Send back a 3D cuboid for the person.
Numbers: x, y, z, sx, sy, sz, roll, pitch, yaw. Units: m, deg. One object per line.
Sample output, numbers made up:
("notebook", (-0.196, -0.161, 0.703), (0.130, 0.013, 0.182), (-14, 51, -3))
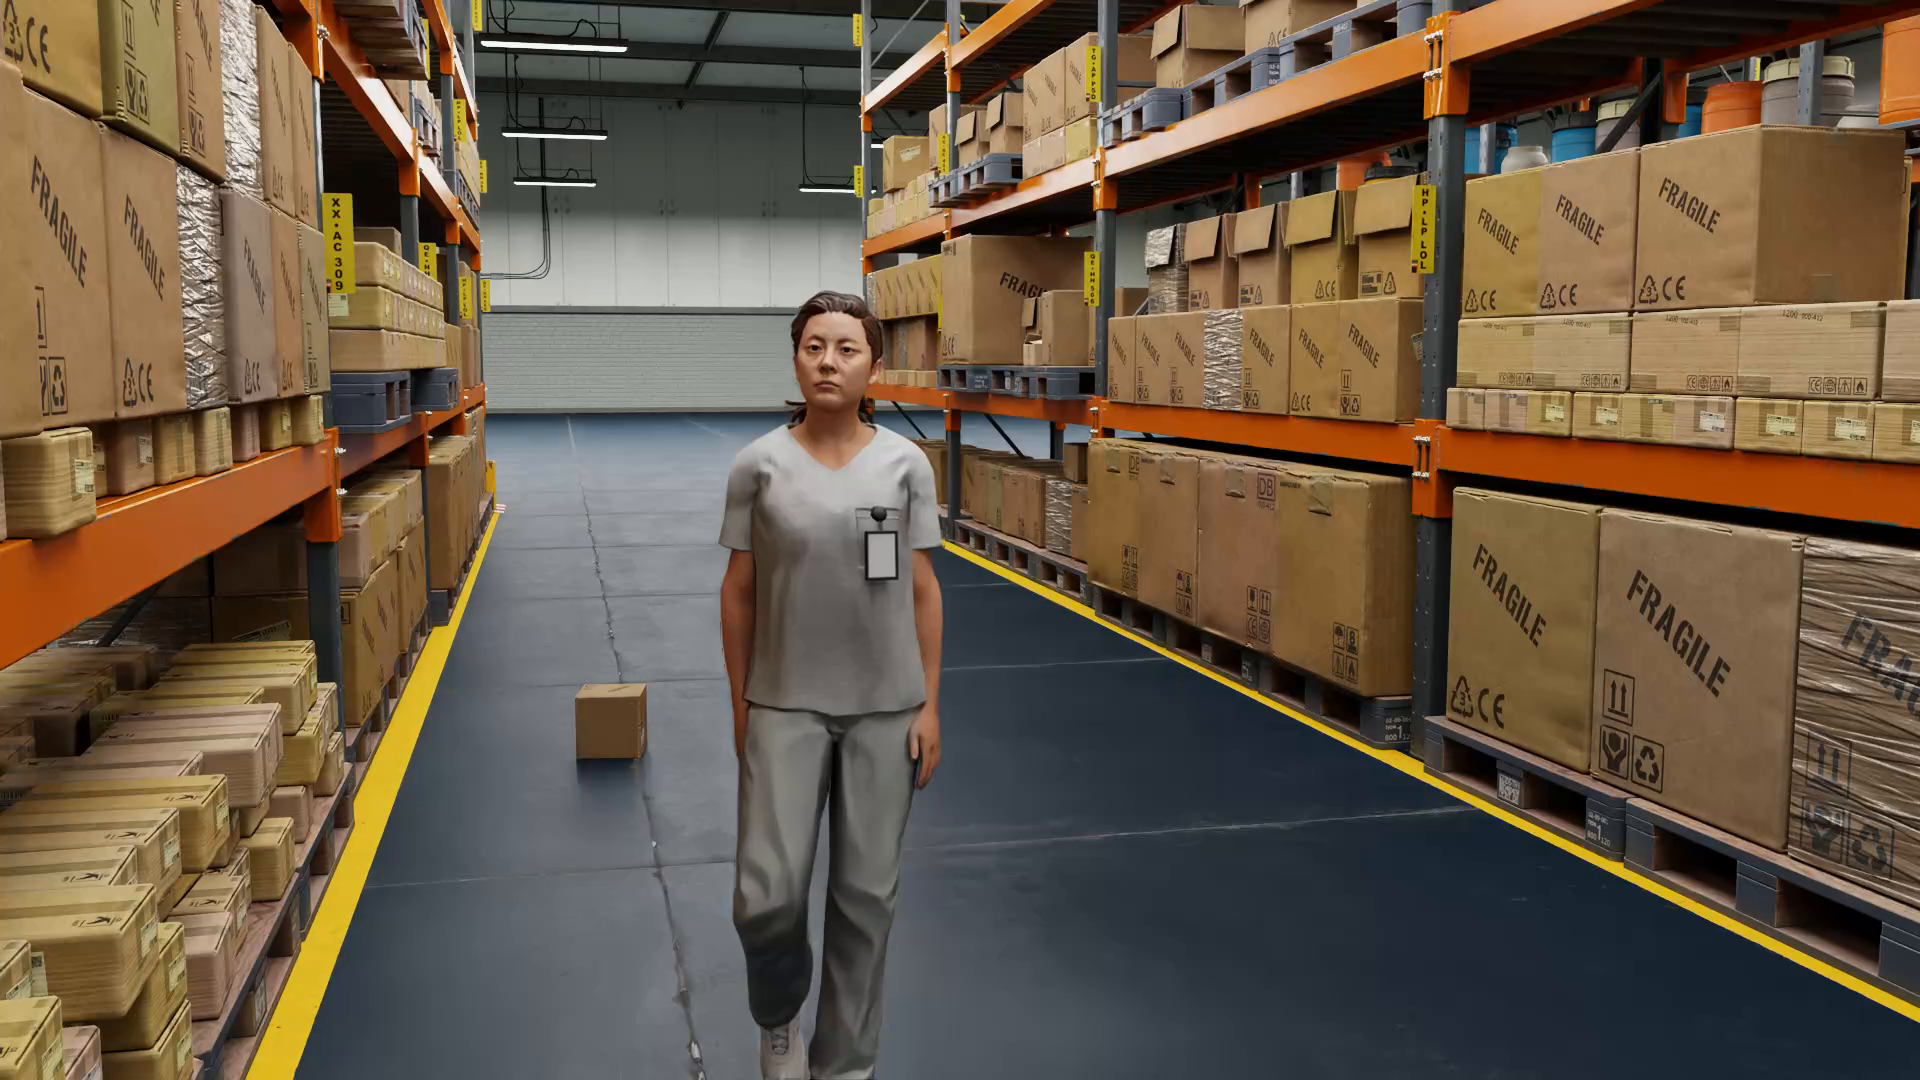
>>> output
("person", (-0.251, 0.342, 3.302), (0.443, 1.662, 0.480), (-1, 6, -8))
